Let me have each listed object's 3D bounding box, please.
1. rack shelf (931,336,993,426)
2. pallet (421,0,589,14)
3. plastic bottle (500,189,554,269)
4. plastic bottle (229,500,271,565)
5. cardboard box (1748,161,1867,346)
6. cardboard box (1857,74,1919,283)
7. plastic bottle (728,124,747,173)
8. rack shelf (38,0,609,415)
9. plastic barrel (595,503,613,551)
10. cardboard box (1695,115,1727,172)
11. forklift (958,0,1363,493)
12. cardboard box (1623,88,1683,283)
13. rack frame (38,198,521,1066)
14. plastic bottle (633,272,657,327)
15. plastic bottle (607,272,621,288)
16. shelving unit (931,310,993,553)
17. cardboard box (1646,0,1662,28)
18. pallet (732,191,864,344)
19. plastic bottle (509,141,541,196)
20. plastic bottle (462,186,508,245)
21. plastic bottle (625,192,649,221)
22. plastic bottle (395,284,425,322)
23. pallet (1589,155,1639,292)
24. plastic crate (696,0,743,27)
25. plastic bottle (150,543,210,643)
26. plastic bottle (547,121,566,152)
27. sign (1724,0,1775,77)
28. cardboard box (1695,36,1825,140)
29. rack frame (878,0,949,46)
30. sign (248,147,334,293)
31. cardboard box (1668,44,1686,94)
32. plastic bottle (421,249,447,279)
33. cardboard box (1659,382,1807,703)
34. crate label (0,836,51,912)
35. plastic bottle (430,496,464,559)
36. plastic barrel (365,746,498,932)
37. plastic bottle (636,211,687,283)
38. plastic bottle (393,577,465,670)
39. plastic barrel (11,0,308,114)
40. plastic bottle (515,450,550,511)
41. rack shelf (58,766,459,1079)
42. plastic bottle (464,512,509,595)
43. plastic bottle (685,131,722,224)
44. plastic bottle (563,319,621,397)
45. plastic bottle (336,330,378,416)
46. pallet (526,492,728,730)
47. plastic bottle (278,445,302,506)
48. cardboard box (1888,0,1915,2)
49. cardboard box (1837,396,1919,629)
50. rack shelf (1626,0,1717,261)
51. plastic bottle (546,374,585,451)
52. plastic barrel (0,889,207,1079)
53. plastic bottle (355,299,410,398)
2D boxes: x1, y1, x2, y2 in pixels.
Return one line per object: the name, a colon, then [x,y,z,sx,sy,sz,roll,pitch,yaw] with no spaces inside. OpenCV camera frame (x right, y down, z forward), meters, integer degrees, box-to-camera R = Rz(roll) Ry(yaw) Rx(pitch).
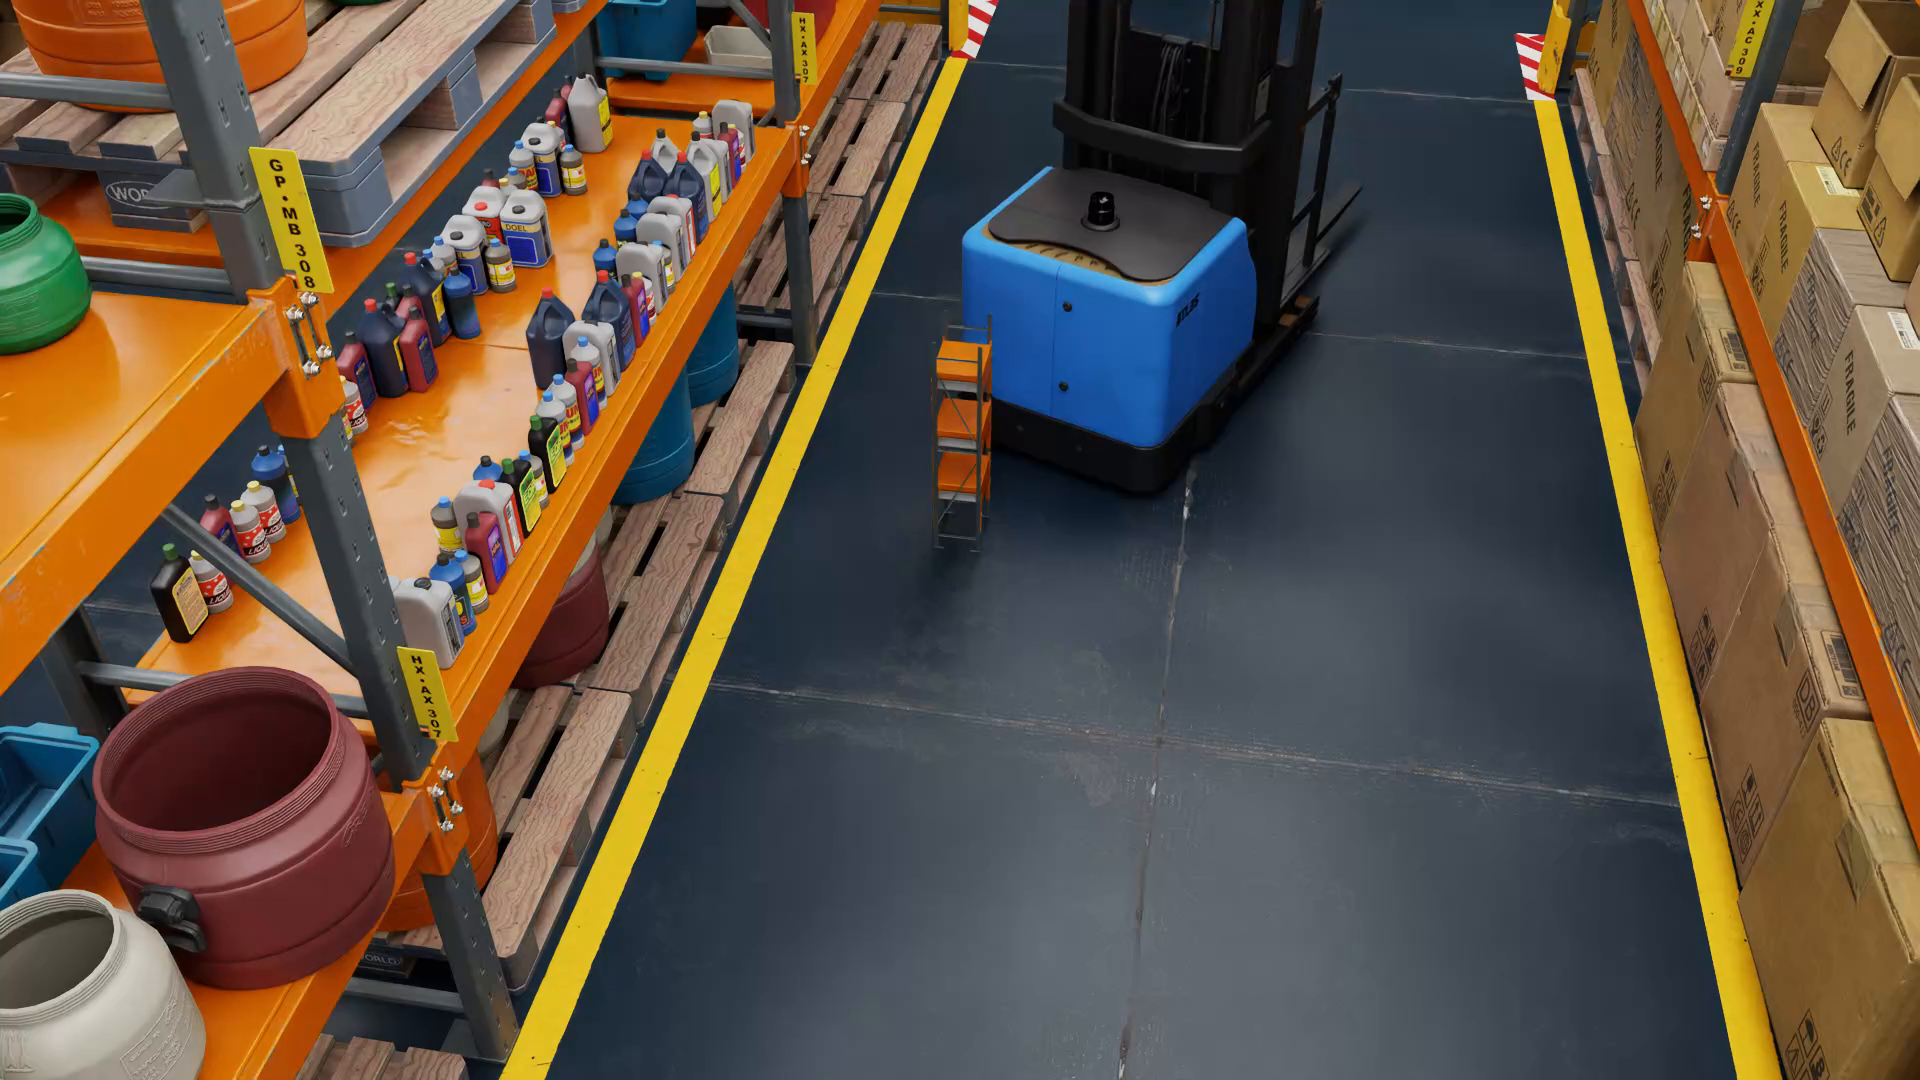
rack shelf: [0.009,-0.649,6.782,0.215,0.259,0.240,6,40,8]
pallet: [-1.454,-1.972,5.075,1.003,0.211,1.213,6,40,8]
plastic bottle: [-1.687,-1.209,6.456,0.152,0.276,0.135,6,40,8]
plastic bottle: [-2.185,-0.032,5.091,0.097,0.201,0.097,0,40,0]
cardboard box: [3.245,-1.019,6.050,0.500,0.500,0.500,6,40,8]
cardboard box: [3.425,-1.151,5.422,0.797,0.503,0.637,7,40,8]
plastic bottle: [-0.964,-1.668,7.069,0.097,0.201,0.097,0,40,0]
rack shelf: [-1.567,-1.727,5.195,1.077,0.370,4.000,6,40,8]
plastic barrel: [-1.640,-0.178,6.734,0.421,0.512,0.421,0,40,0]
cardboard box: [3.387,-1.688,7.134,0.380,0.149,0.250,7,40,8]
forklift: [1.188,-2.256,7.679,1.130,2.935,3.031,21,44,24]
cardboard box: [4.006,-1.870,8.496,0.875,0.875,0.875,6,40,8]
rack frame: [-1.913,0.407,4.404,1.000,3.000,0.127,6,40,8]
plastic bottle: [-1.178,-0.892,6.131,0.097,0.201,0.097,0,40,0]
plastic bottle: [-1.261,-0.842,6.015,0.097,0.271,0.097,0,40,0]
shelving unit: [0.009,-0.438,6.956,0.215,1.050,0.252,6,40,8]
cardboard box: [3.655,-2.654,8.303,0.380,0.149,0.250,7,40,8]
pallet: [-1.132,-1.494,8.892,1.003,0.211,1.213,6,40,8]
plastic bottle: [-1.787,-1.506,6.818,0.097,0.271,0.097,0,40,0]
plastic bottle: [-1.836,-1.226,6.476,0.152,0.276,0.135,6,40,8]
plastic bottle: [-1.247,-1.227,6.481,0.097,0.271,0.097,0,40,0]
plastic bottle: [-1.951,-0.759,5.906,0.061,0.283,0.133,6,40,8]
pallet: [4.075,-1.719,9.163,1.003,0.211,1.213,6,40,8]
plastic crate: [-1.292,-2.752,8.394,0.437,0.125,0.590,6,40,8]
plastic bottle: [-2.263,0.151,4.805,0.061,0.283,0.133,6,40,8]
plastic bottle: [-1.730,-1.685,7.090,0.097,0.201,0.097,0,40,0]
sign: [3.110,-1.981,6.551,0.100,0.325,0.005,6,40,8]
cardboard box: [3.475,-1.920,7.102,0.500,0.250,0.500,6,40,7]
rack frame: [-0.529,-4.614,10.476,1.000,3.000,0.127,6,40,8]
sign: [-1.370,-0.652,3.413,0.100,0.325,0.005,6,40,8]
cardboard box: [3.521,-2.172,7.720,0.380,0.149,0.250,7,40,9]
plastic bottle: [-1.940,-0.948,6.143,0.097,0.271,0.097,0,40,0]
cardboard box: [3.412,0.065,6.156,1.225,0.875,0.875,5,40,6]
crate label: [-2.351,0.987,3.674,0.502,0.435,0.616,6,40,8]
plastic bottle: [-1.566,-0.045,5.106,0.097,0.201,0.097,0,40,0]
plastic barrel: [-1.845,0.773,5.335,0.600,0.830,0.708,6,40,8]
plastic bottle: [-1.145,-1.142,6.375,0.152,0.276,0.135,6,40,8]
plastic bottle: [-1.520,0.219,4.728,0.152,0.276,0.135,6,40,8]
plastic barrel: [-1.812,-1.432,3.608,0.600,0.830,0.708,6,40,8]
plastic bottle: [-1.370,-0.196,5.289,0.097,0.201,0.097,0,40,0]
rack shelf: [-2.259,1.940,3.115,1.077,0.370,4.000,6,40,8]
plastic bottle: [-1.418,0.015,4.969,0.061,0.283,0.133,6,40,8]
plastic bottle: [-1.058,-1.471,6.714,0.144,0.351,0.185,6,40,8]
plastic bottle: [-1.280,-0.651,5.781,0.152,0.276,0.135,6,40,8]
plastic bottle: [-2.065,-0.566,5.672,0.061,0.283,0.133,6,40,8]
pallet: [-1.604,0.219,6.819,1.003,0.211,1.213,6,40,8]
plastic bottle: [-2.135,-0.216,5.313,0.097,0.201,0.097,0,40,0]
cardboard box: [3.992,-2.175,6.823,0.500,0.500,0.500,6,40,8]
cardboard box: [2.985,-0.061,4.891,0.500,0.500,0.500,5,40,6]
rack shelf: [4.003,-2.535,8.527,1.077,0.370,4.000,6,40,8]
plastic bottle: [-1.313,-0.429,5.516,0.097,0.271,0.097,0,40,0]
plastic barrel: [-1.881,1.033,3.559,0.421,0.512,0.421,0,40,0]
plastic bottle: [-1.997,-0.687,5.766,0.144,0.351,0.185,6,40,8]
